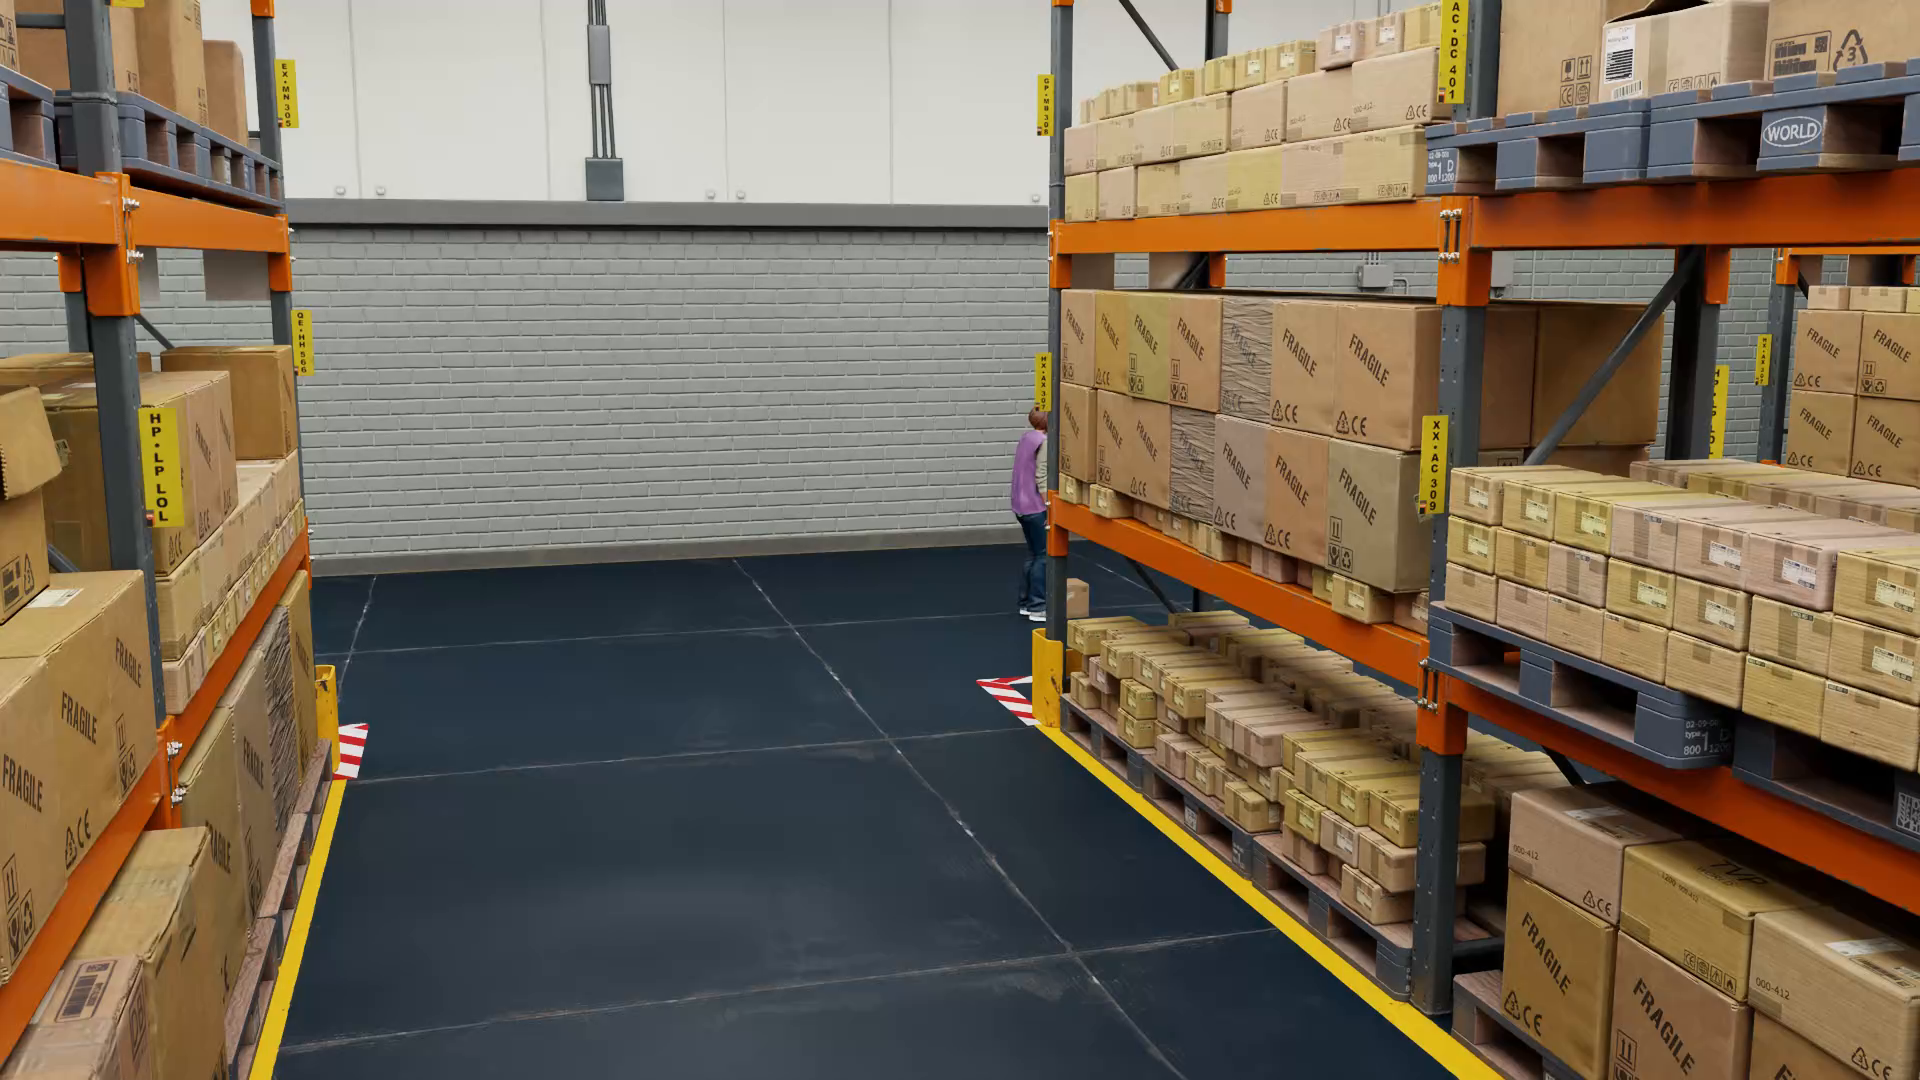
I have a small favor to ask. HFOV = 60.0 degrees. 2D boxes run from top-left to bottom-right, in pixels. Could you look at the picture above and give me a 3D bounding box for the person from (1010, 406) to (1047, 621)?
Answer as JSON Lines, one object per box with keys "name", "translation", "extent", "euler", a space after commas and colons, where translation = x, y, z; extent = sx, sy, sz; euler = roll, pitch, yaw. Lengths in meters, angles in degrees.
{"name": "person", "translation": [0.563, -0.207, 12.196], "extent": [0.349, 1.580, 0.478], "euler": [-3, 10, -19]}
